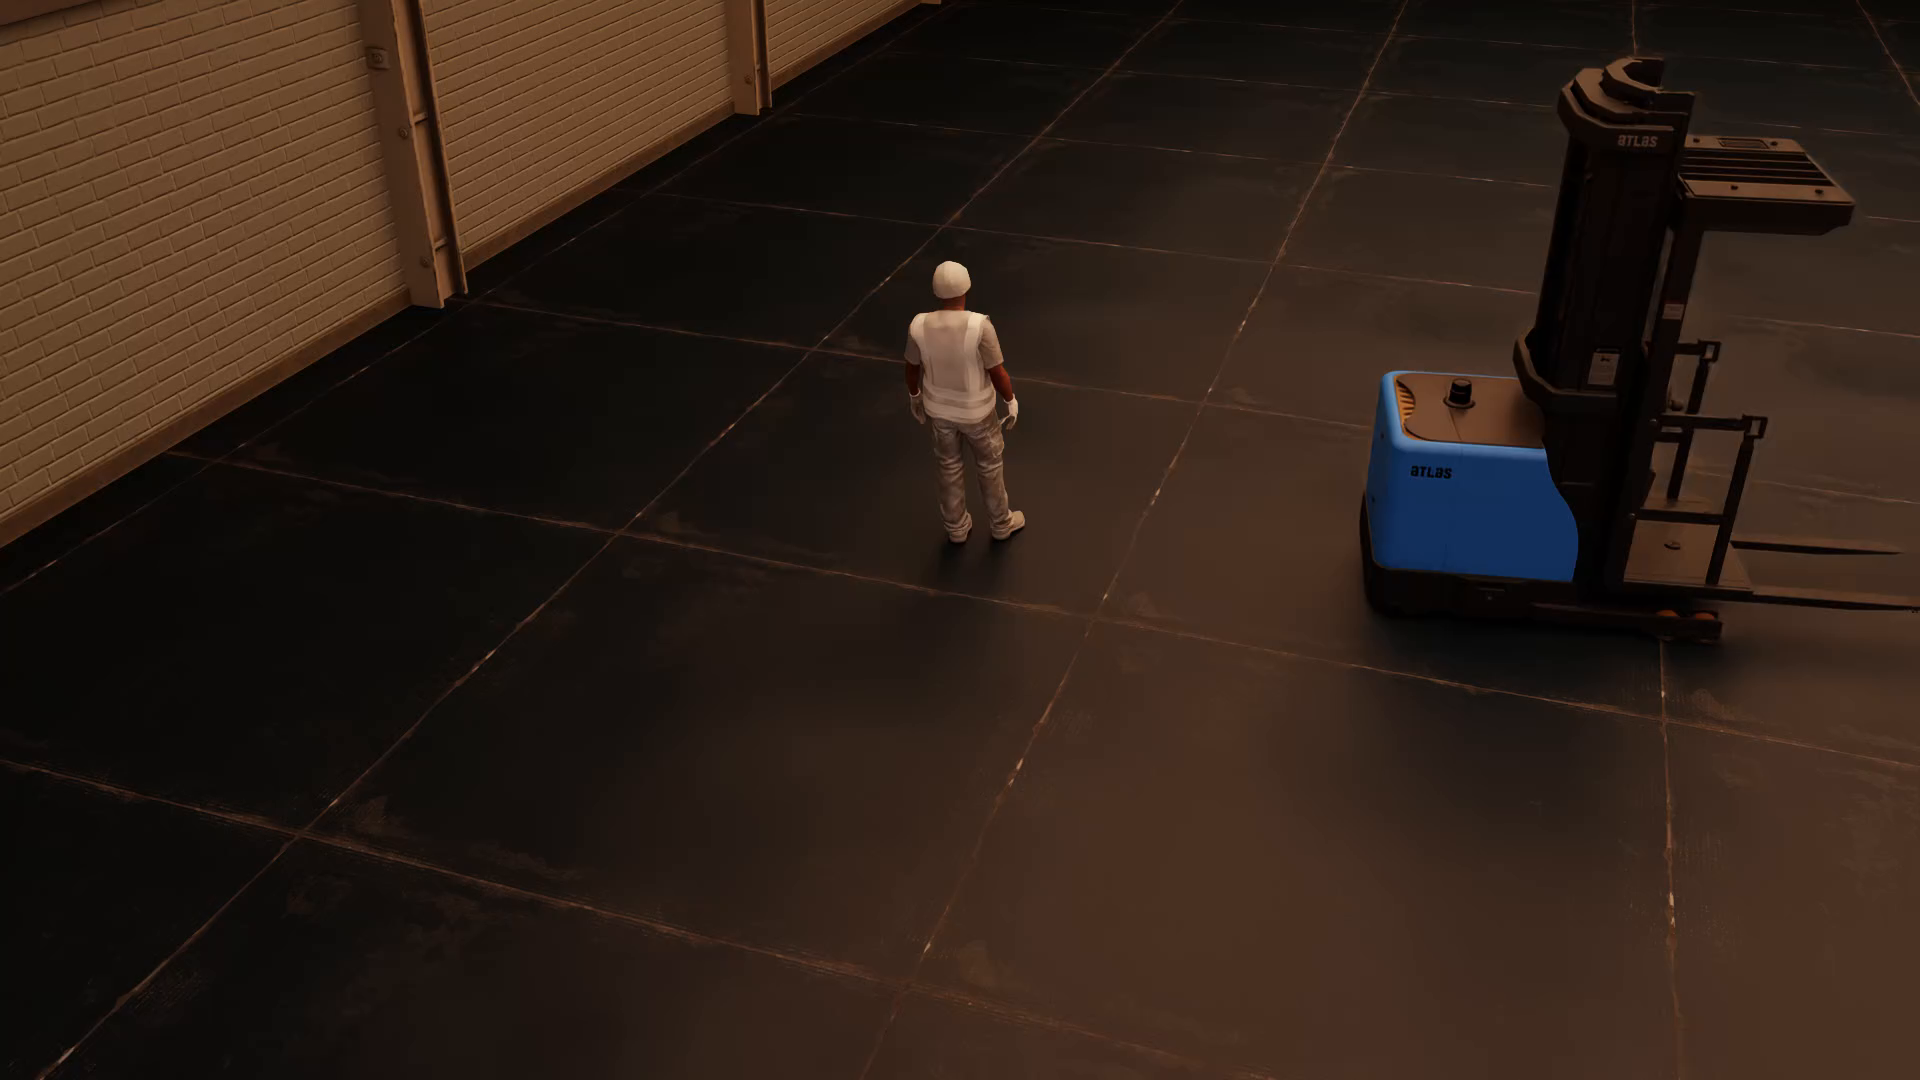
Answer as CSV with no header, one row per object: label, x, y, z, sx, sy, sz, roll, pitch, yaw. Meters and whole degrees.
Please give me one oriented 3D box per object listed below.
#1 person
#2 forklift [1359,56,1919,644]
person,0.032,-0.813,9.707,0.656,1.782,0.577,10,31,16
forklift,3.864,-0.990,8.873,3.031,2.935,1.130,4,30,8
